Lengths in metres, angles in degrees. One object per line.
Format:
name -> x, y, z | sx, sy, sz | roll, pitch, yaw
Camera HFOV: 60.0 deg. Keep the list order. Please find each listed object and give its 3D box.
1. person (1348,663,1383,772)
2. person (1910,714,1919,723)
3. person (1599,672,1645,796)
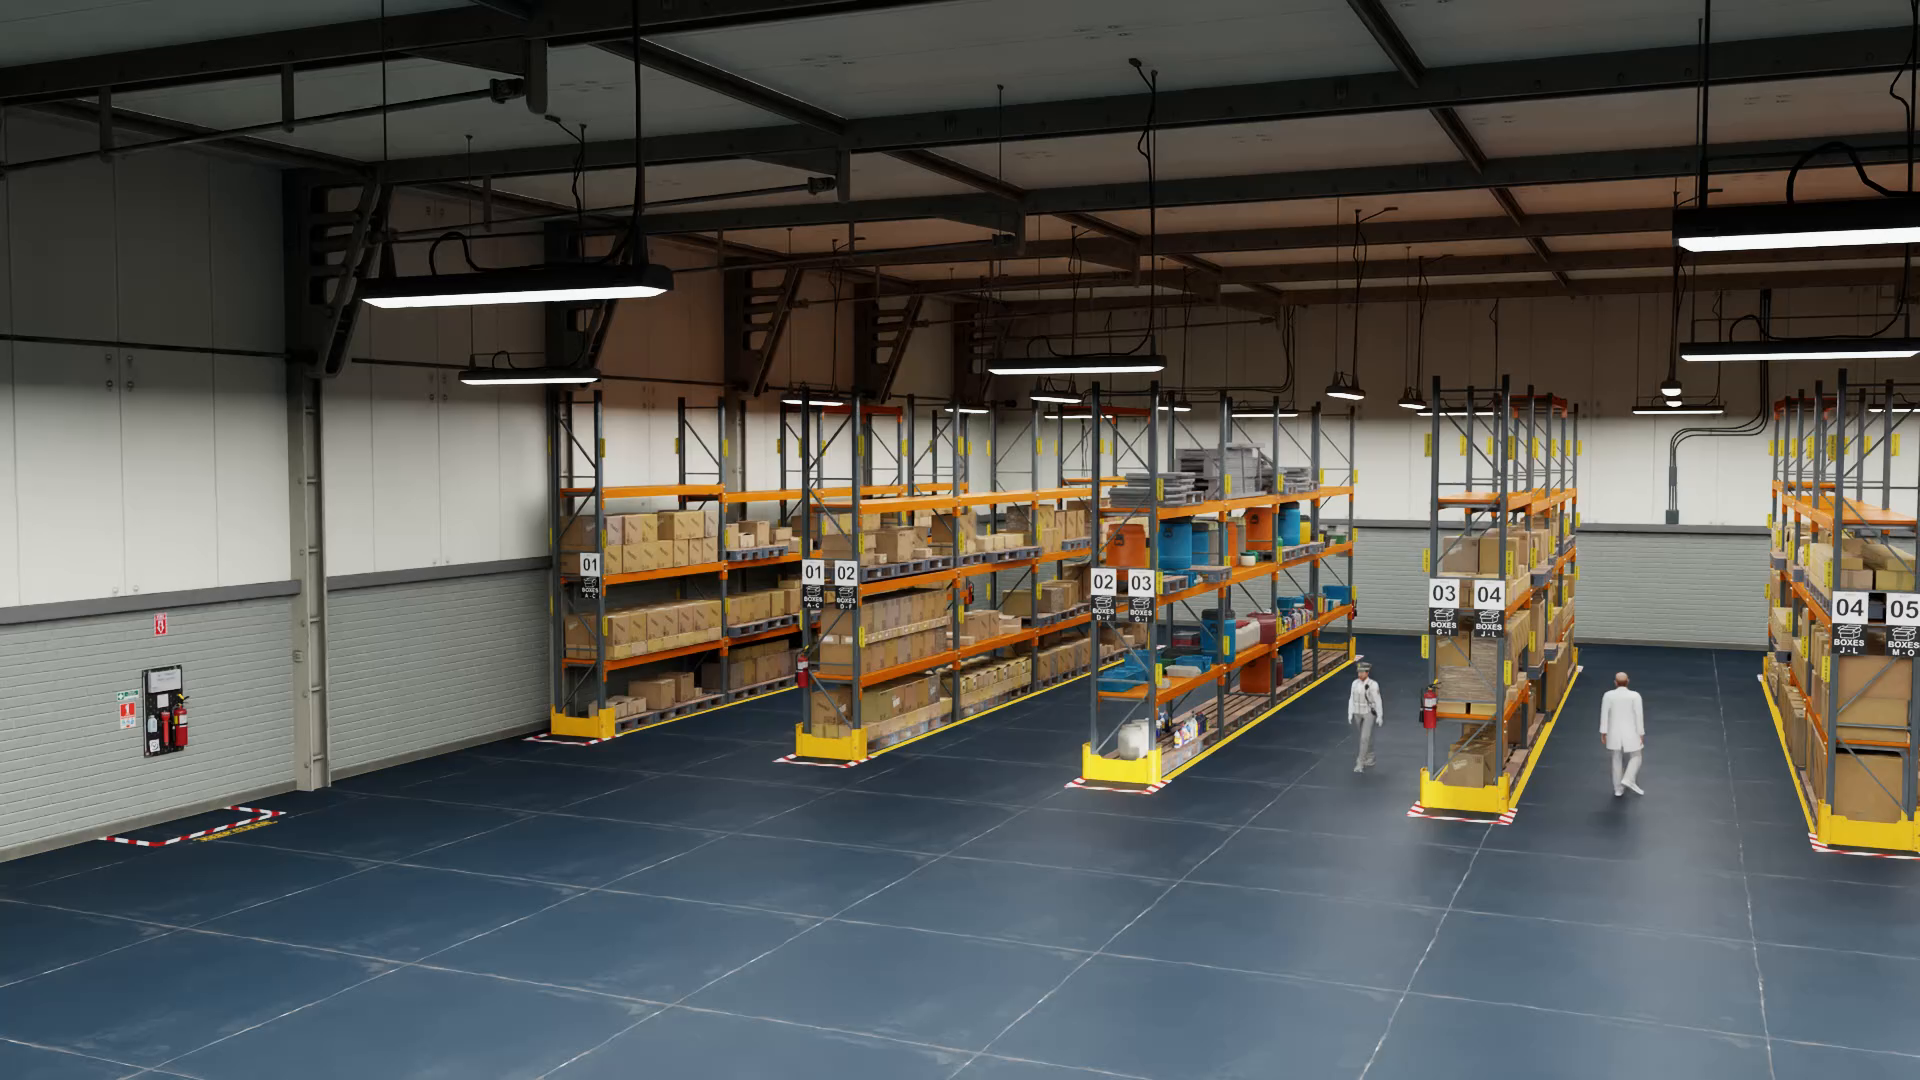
person -> 6.260, 2.731, 25.891 | 0.849, 1.632, 0.528 | -3, 4, -39
person -> 17.130, 2.467, 30.050 | 0.594, 1.765, 0.548 | 1, 3, 23
person -> 9.523, 2.794, 23.916 | 0.627, 1.777, 0.587 | 2, 4, 27
